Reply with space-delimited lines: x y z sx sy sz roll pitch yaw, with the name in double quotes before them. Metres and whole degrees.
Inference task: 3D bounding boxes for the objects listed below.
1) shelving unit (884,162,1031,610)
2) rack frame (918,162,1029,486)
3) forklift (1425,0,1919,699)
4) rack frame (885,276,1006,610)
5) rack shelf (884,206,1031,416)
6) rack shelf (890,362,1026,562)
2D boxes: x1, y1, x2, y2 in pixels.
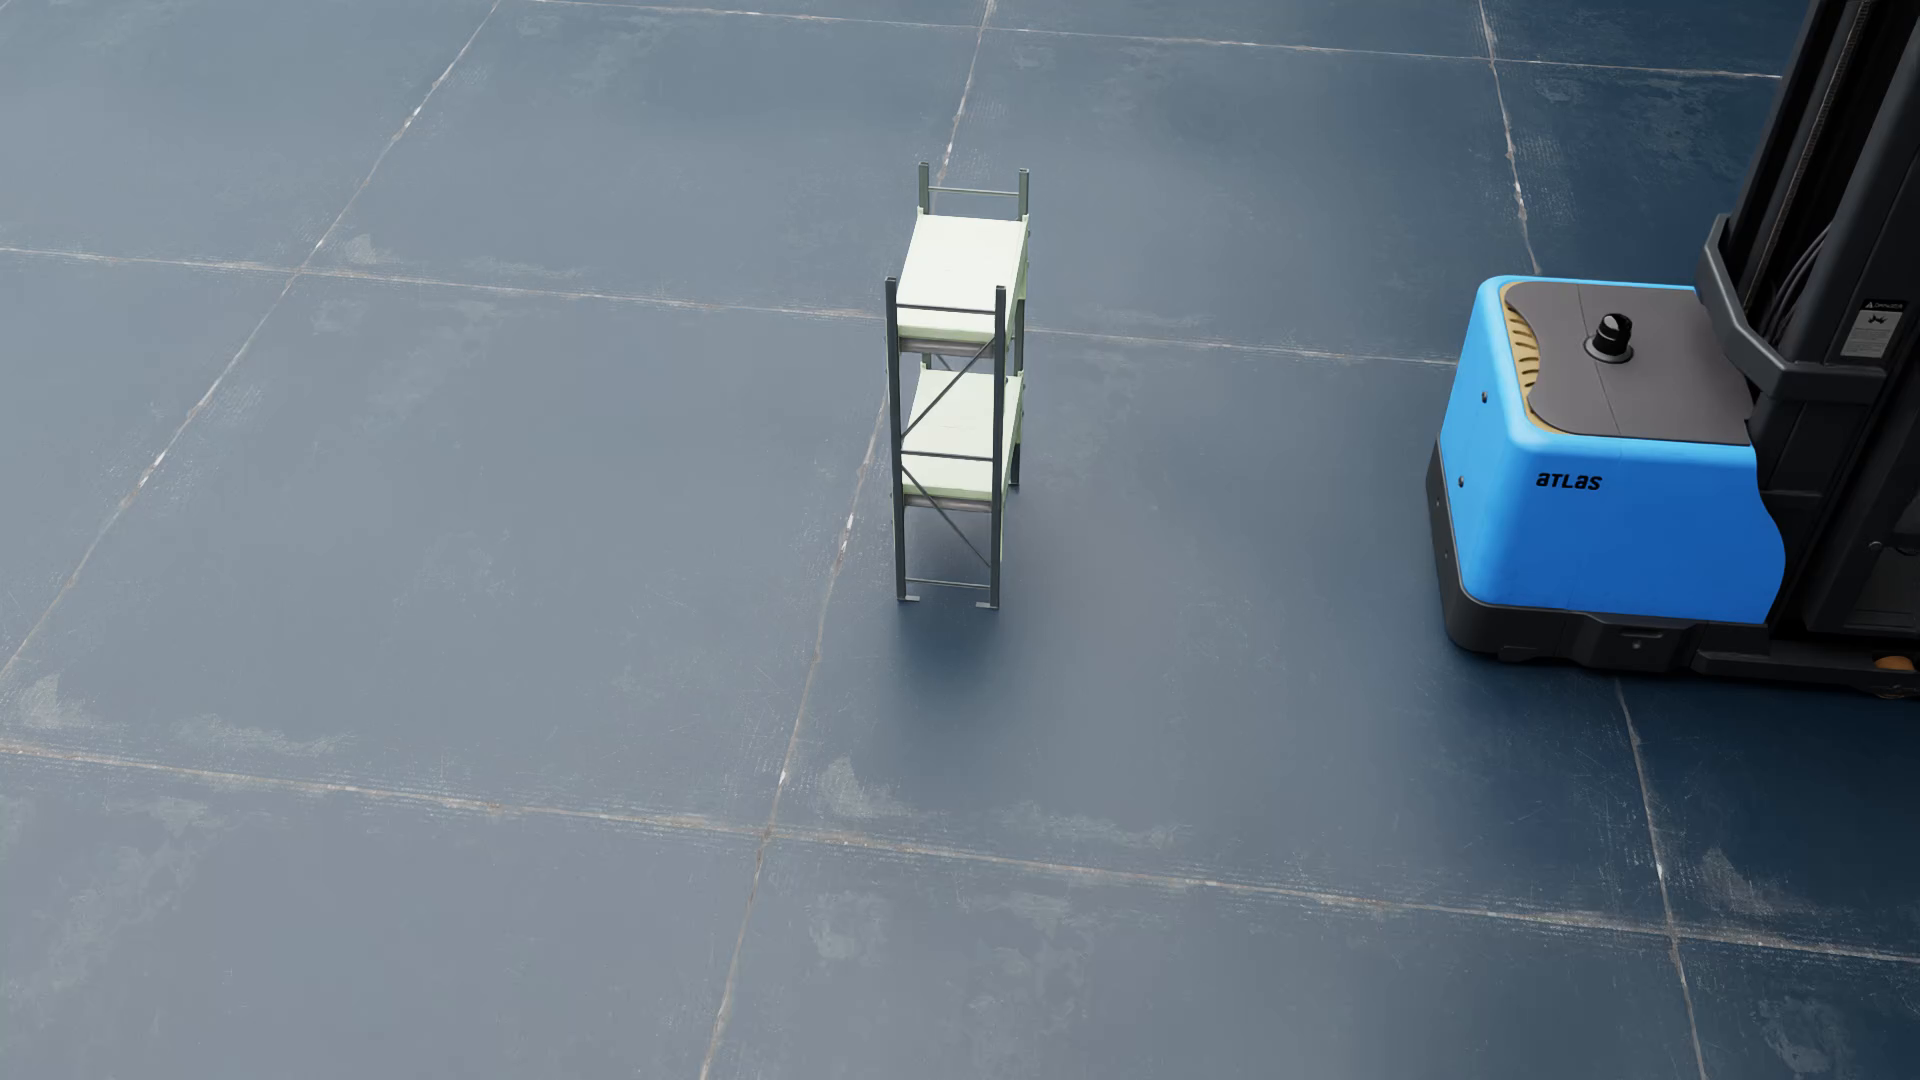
"shelving unit" 0.001 -0.549 6.239 0.431 1.500 0.755 5 44 6
"rack frame" 0.049 -0.799 6.503 0.400 1.500 0.023 5 44 6
"forklift" 3.391 -0.852 5.518 3.031 2.935 1.130 4 44 4
"rack frame" -0.048 -0.300 5.976 0.400 1.500 0.023 5 44 6
"rack shelf" 0.001 -0.833 5.971 0.431 0.370 0.720 5 44 6
"rack shelf" 0.001 -0.312 6.463 0.431 0.370 0.720 5 44 6
